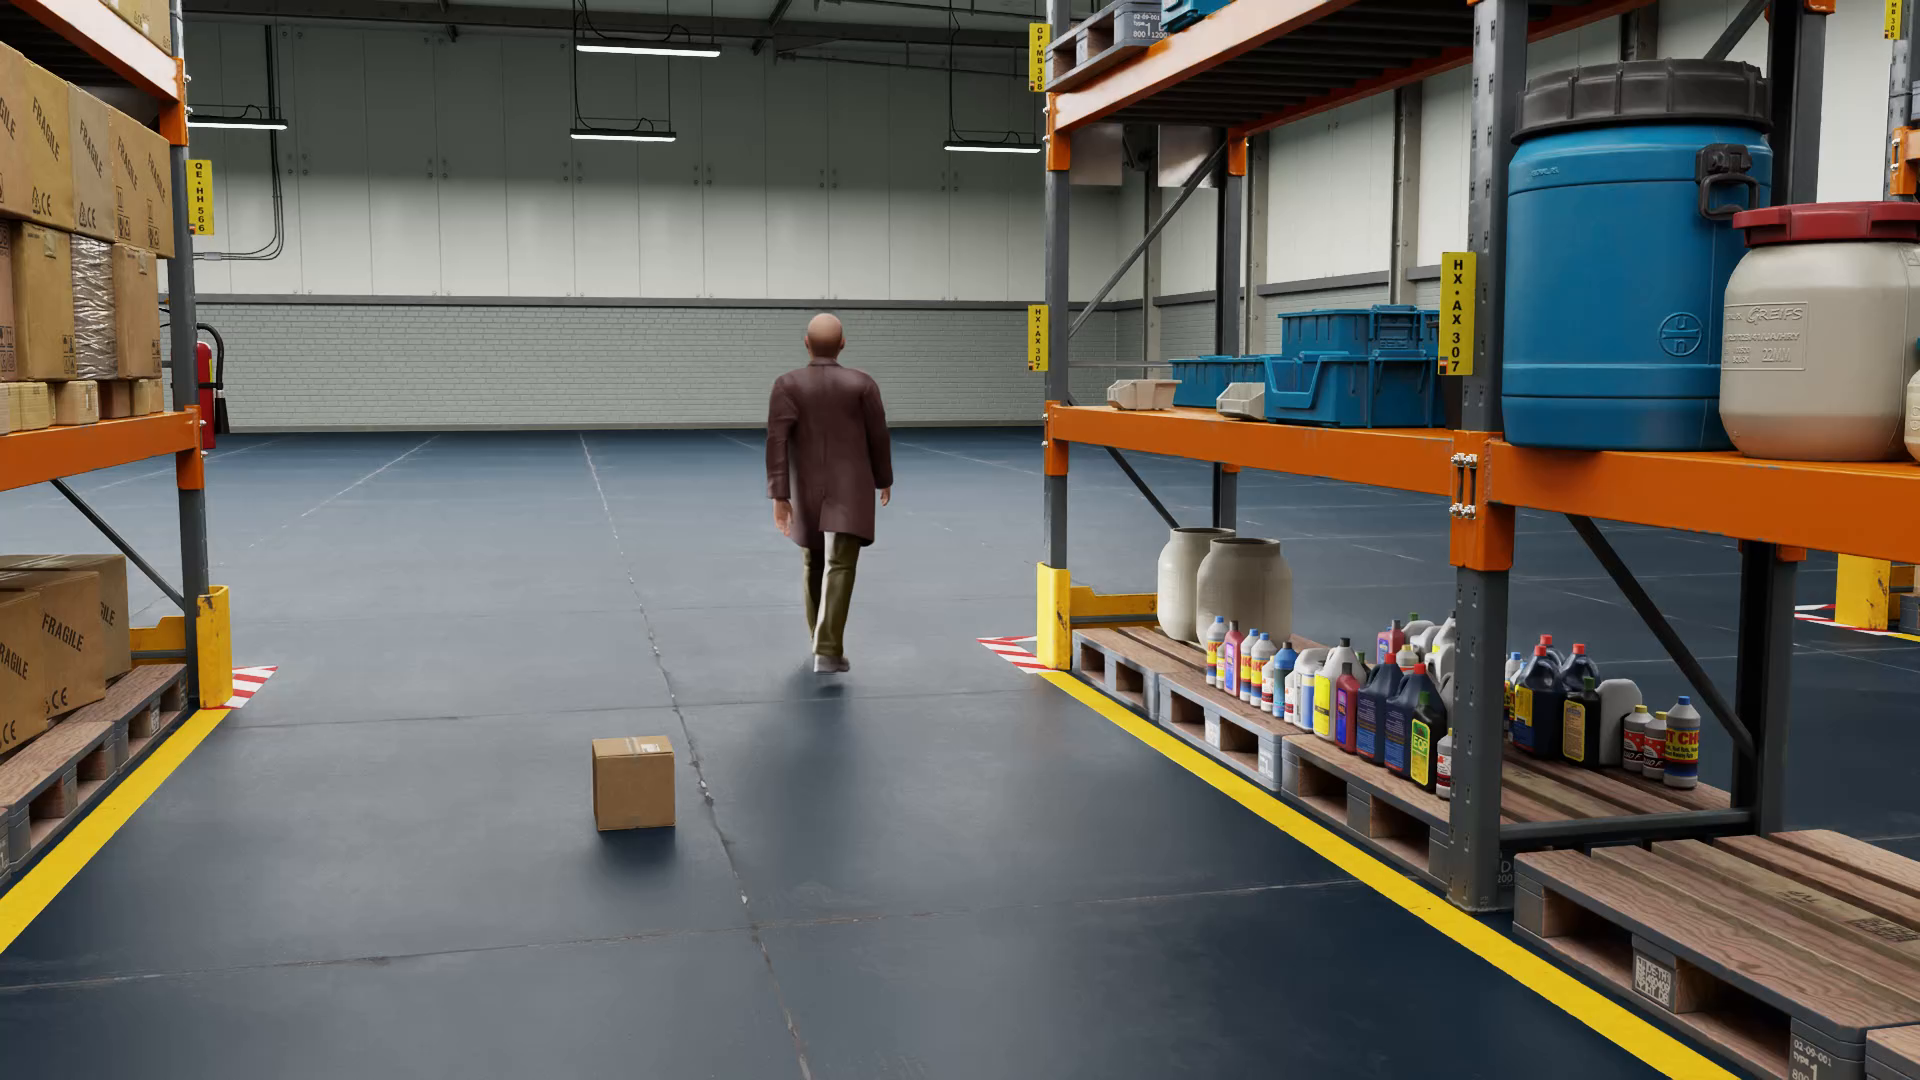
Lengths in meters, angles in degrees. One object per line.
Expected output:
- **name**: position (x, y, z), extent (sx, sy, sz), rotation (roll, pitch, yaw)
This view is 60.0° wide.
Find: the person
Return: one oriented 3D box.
- **person**: position (-0.617, -0.244, 8.162), extent (0.571, 1.715, 1.119), rotation (1, 6, 7)
